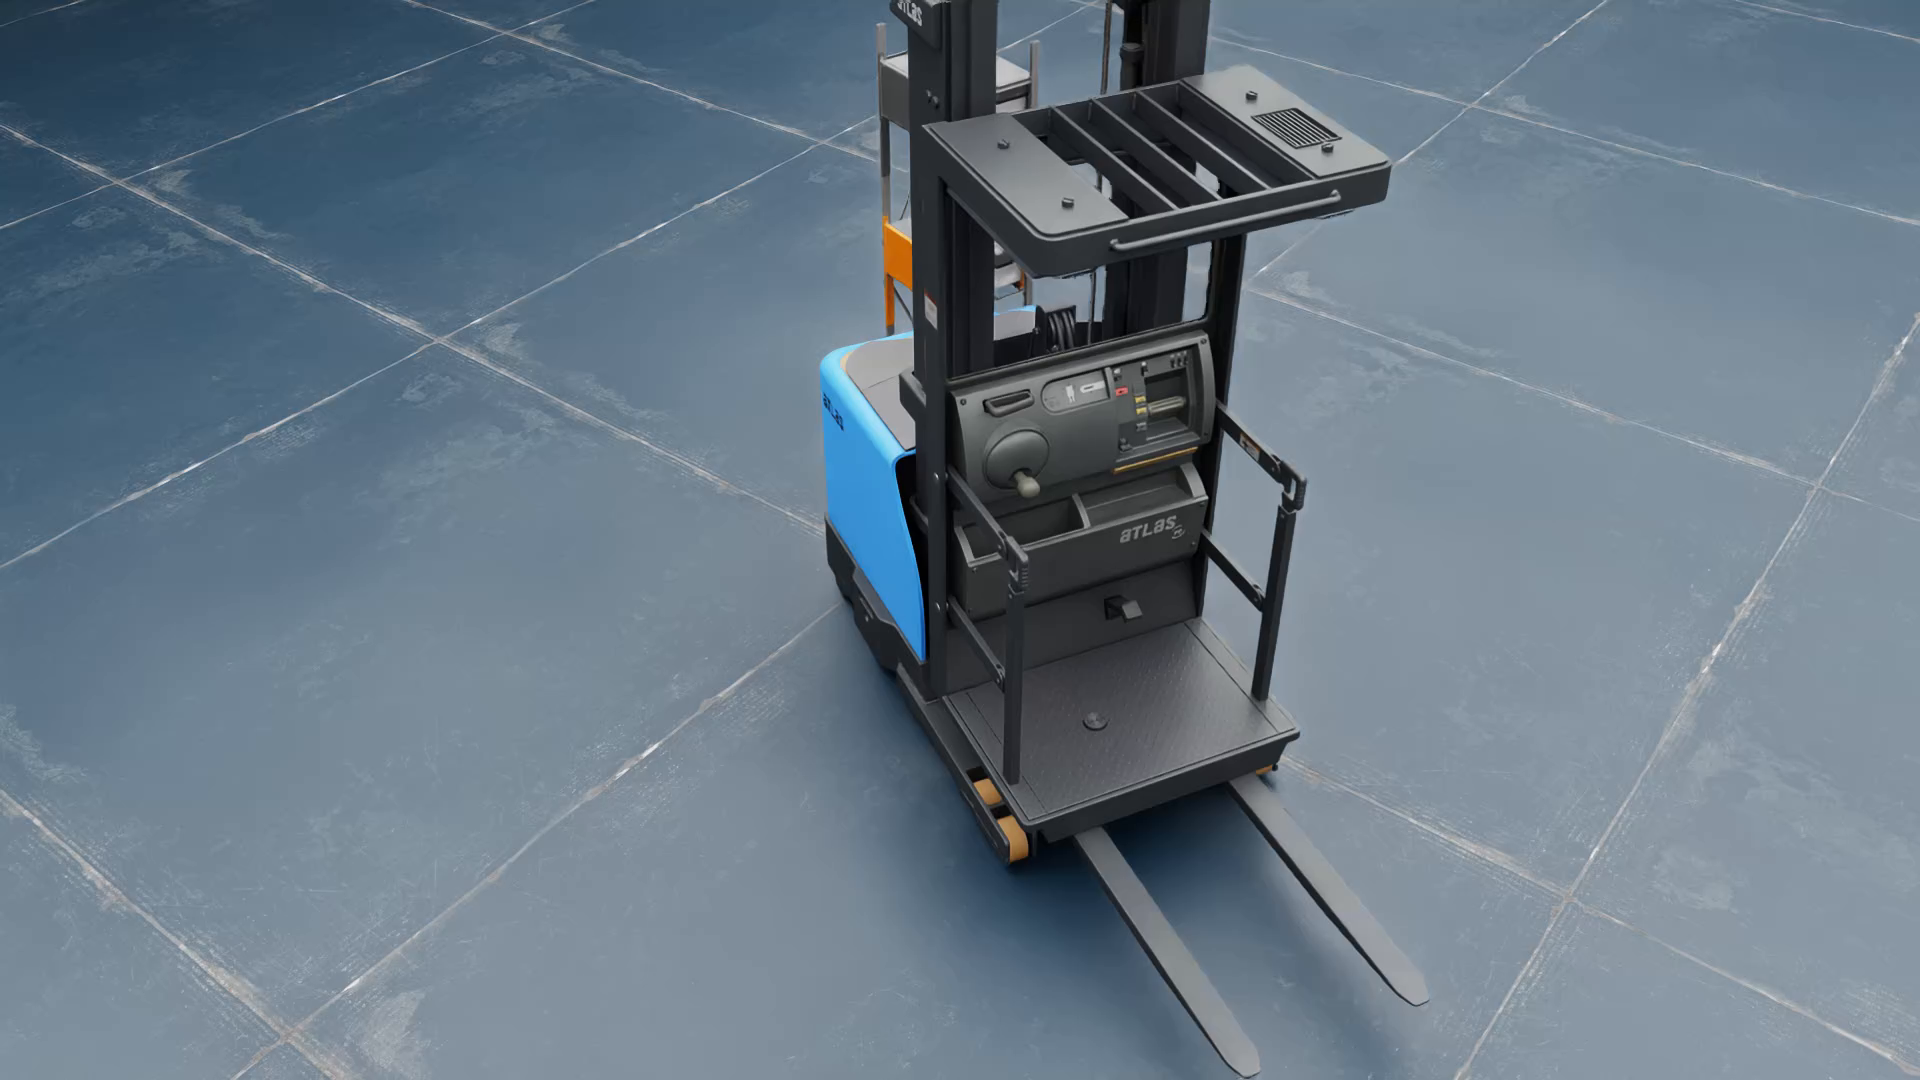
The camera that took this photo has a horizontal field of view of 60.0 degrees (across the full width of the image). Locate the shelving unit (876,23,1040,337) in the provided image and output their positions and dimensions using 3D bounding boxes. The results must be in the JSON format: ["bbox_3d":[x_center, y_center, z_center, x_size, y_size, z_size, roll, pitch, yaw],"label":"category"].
[{"bbox_3d":[-0.011,-1.095,6.945,0.431,2.100,0.503,-24,44,-28],"label":"shelving unit"}]

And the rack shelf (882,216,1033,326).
[{"bbox_3d":[-0.011,-1.084,6.953,0.431,0.518,0.480,-24,44,-28],"label":"rack shelf"}]

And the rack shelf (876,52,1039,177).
[{"bbox_3d":[-0.011,-1.635,6.522,0.431,0.518,0.480,-24,44,-28],"label":"rack shelf"}]

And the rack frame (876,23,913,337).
[{"bbox_3d":[-0.156,-1.216,7.100,0.400,2.100,0.015,-24,44,-28],"label":"rack frame"}]

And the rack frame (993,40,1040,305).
[{"bbox_3d":[0.133,-0.973,6.790,0.400,2.100,0.015,-24,44,-28],"label":"rack frame"}]

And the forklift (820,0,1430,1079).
[{"bbox_3d":[0.511,-0.335,5.300,1.130,2.935,3.031,-16,41,-19],"label":"forklift"}]
